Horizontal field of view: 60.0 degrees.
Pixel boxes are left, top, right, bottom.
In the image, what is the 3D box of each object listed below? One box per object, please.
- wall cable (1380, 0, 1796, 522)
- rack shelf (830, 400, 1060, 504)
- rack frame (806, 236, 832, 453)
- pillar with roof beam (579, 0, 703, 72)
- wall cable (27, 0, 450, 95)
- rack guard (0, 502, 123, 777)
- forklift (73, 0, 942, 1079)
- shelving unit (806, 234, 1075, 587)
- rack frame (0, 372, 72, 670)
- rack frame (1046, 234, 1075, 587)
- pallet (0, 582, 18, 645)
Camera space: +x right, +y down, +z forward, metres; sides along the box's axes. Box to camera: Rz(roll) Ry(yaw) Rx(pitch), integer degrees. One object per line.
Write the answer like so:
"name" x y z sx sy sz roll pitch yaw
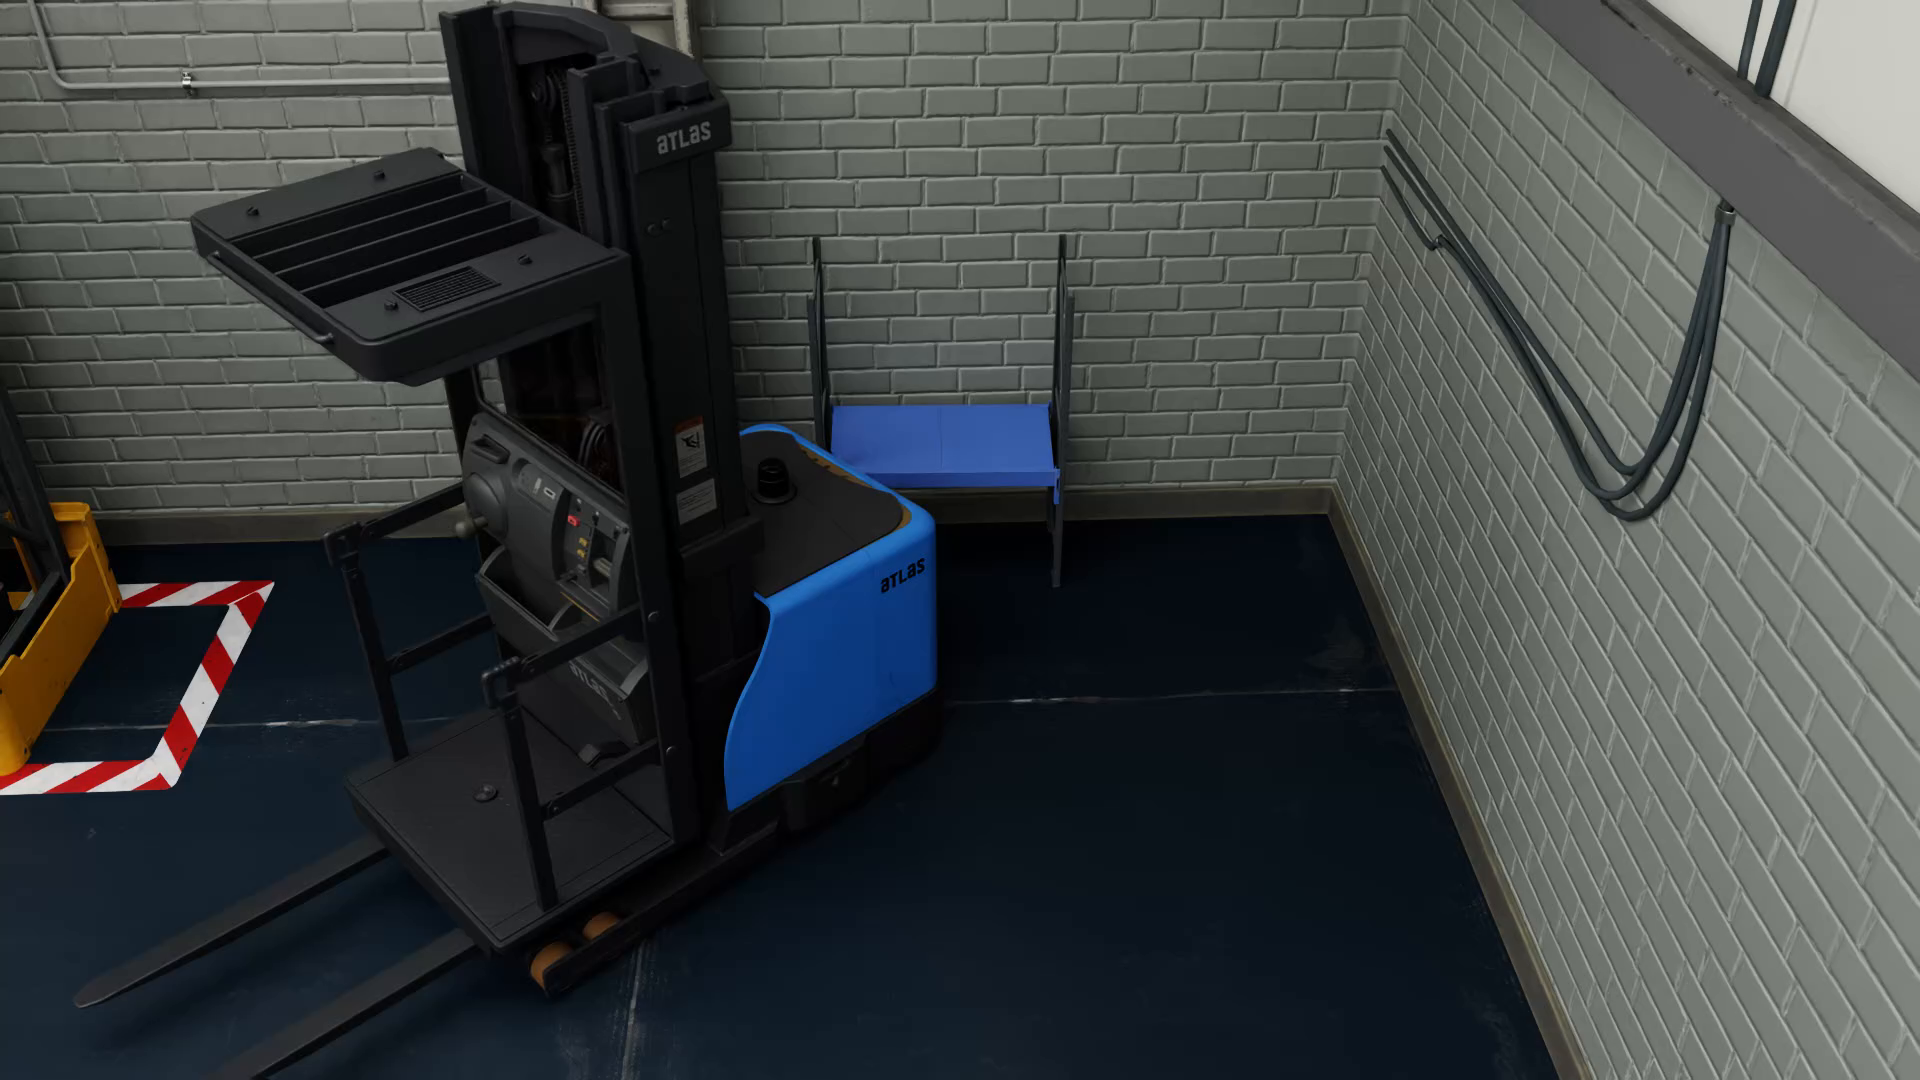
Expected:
"wall cable" 1.798 -1.788 5.154 0.112 2.526 3.097 -2 35 -2
"rack shelf" -0.081 -0.382 7.265 1.000 0.185 0.538 -1 39 -1
"rack frame" -0.589 -0.516 7.142 0.032 1.500 0.500 -1 39 -1
"pillar with roof beam" -1.008 -1.232 1.623 0.400 9.000 9.100 -2 35 -2
"wall cable" -2.634 -1.638 6.589 1.851 1.984 0.084 -2 35 -2
"rack guard" -3.844 0.379 6.763 0.348 0.500 1.175 -2 35 -2
"forklift" -1.485 -0.029 5.217 3.031 2.935 1.130 -29 44 -35
"shelving unit" -0.081 -0.521 7.150 1.048 1.500 0.538 -1 39 -1
"rack frame" -3.868 -0.648 6.051 0.127 3.000 1.000 -2 35 -2
"rack frame" 0.428 -0.527 7.158 0.032 1.500 0.500 -1 39 -1
"pallet" -4.663 0.564 6.749 1.213 0.211 1.003 -2 35 -2
